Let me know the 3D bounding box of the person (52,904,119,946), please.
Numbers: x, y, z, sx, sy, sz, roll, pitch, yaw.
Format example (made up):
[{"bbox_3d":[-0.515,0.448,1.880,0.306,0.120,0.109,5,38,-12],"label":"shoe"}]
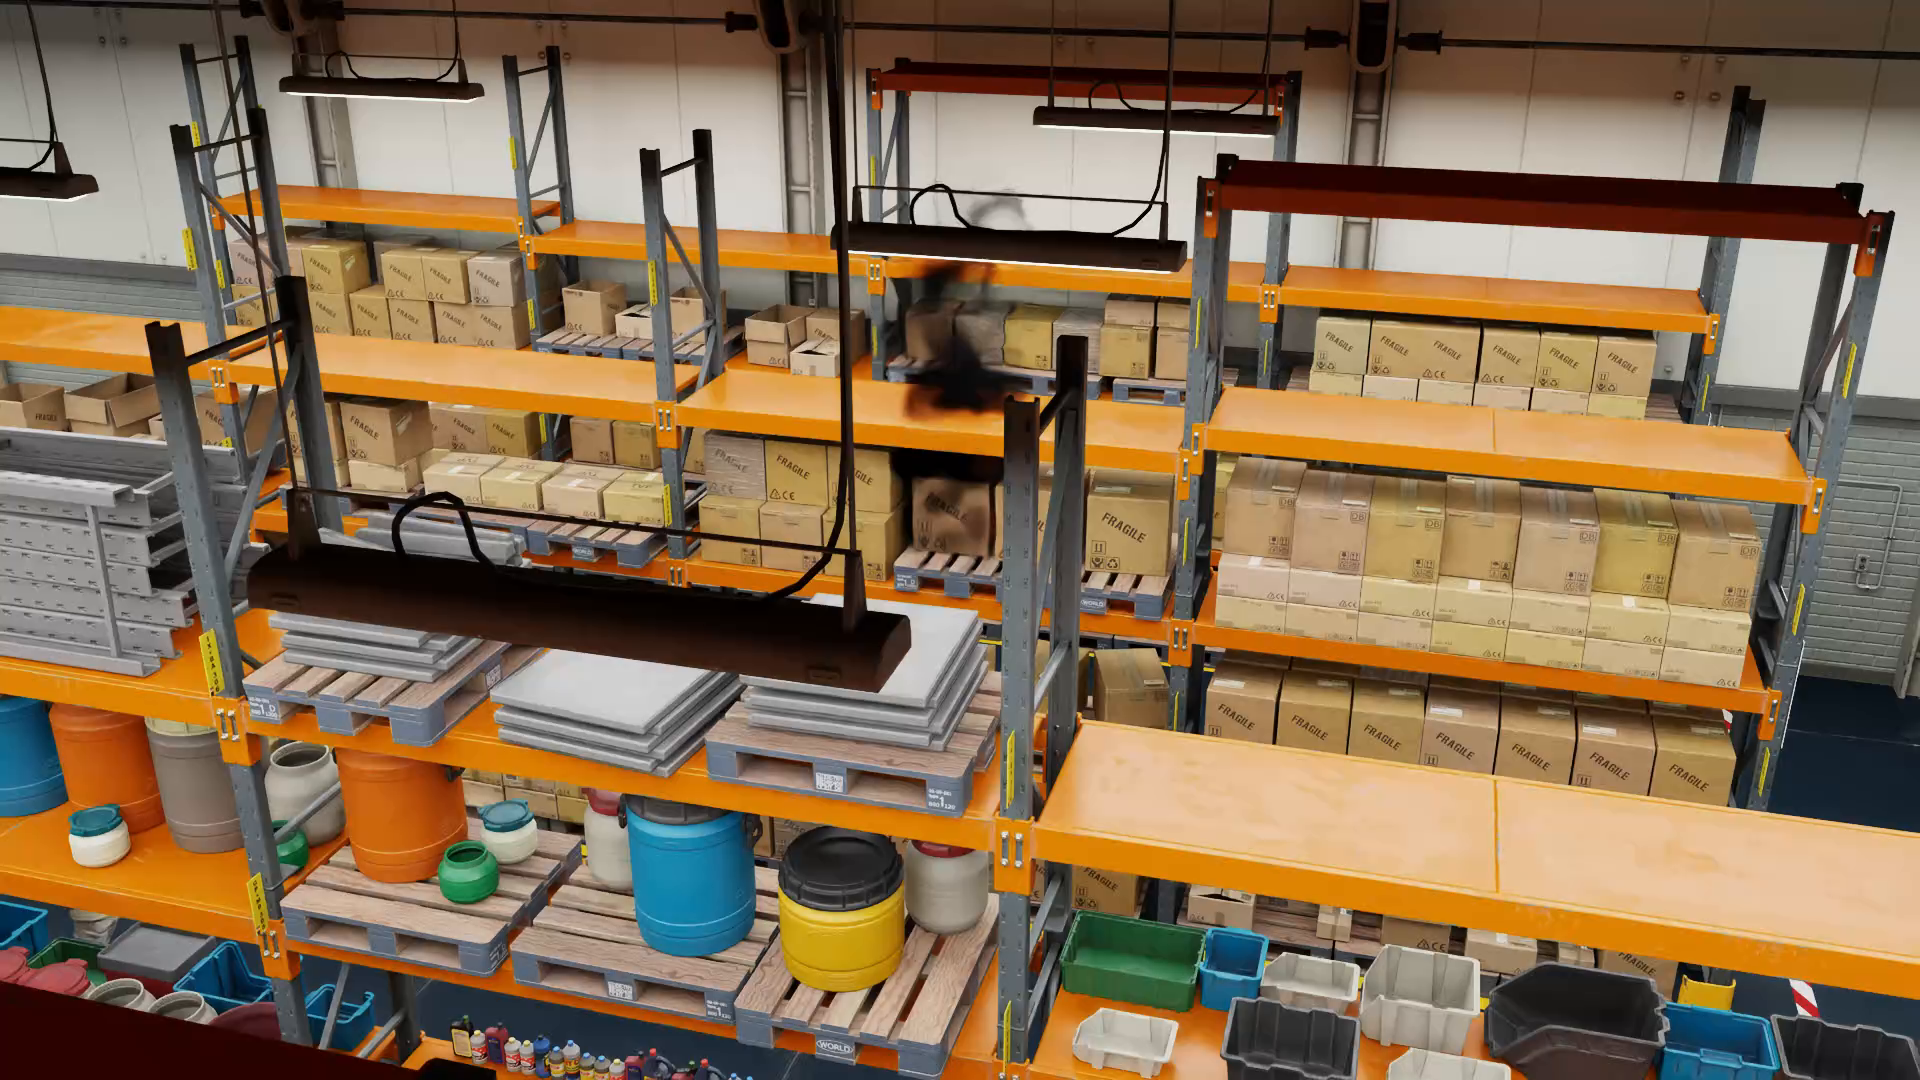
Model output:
[{"bbox_3d":[-6.201,2.667,12.034,0.814,1.769,0.670,7,23,16],"label":"person"}]
